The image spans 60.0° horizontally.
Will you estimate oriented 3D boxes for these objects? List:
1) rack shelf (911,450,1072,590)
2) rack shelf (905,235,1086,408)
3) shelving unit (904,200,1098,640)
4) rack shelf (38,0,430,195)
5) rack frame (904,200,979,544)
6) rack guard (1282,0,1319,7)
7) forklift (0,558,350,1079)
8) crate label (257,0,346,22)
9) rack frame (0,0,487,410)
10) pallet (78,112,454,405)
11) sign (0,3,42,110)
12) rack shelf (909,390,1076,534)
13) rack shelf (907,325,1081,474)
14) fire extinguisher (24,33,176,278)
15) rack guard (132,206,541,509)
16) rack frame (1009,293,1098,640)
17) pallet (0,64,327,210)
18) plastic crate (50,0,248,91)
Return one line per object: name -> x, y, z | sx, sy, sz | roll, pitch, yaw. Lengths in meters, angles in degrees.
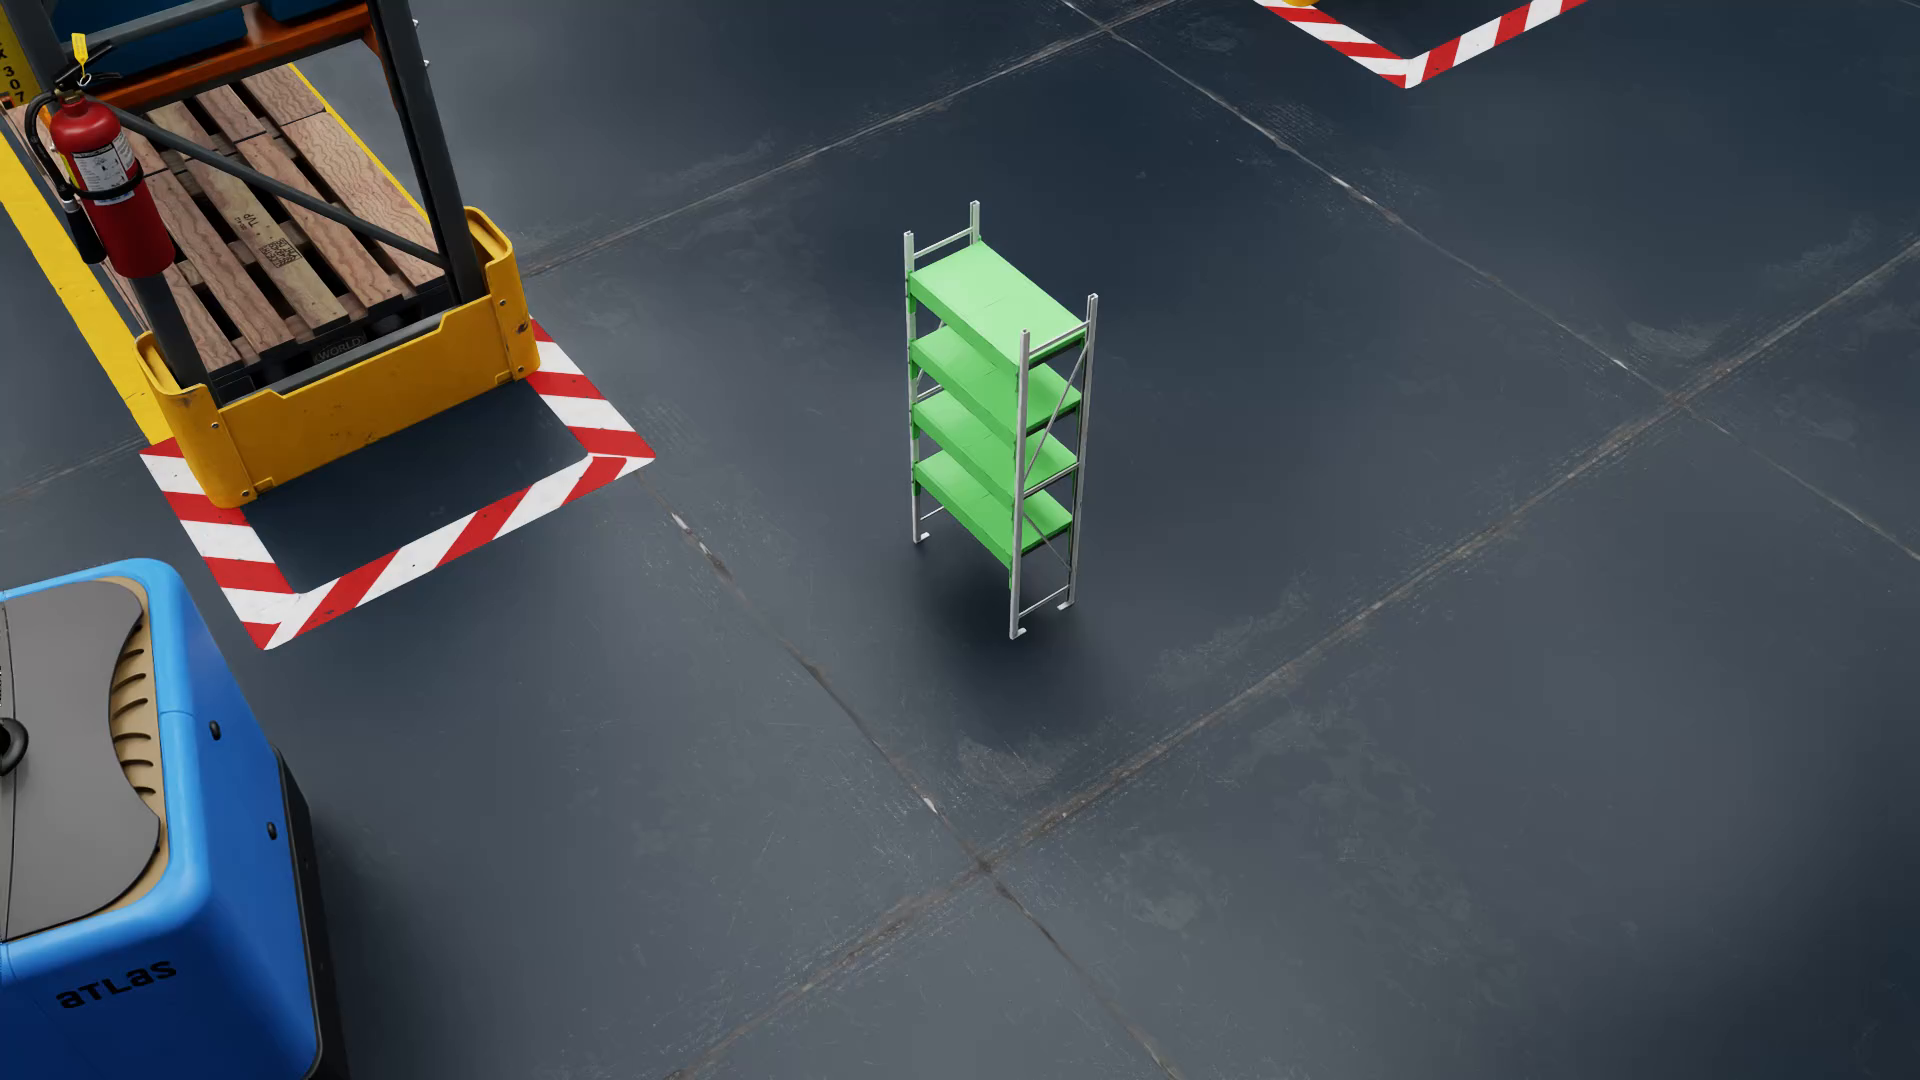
rack shelf -> 0.100, -0.101, 4.942 | 0.258, 0.148, 0.480 | -29, 54, -24
rack shelf -> 0.100, -0.585, 4.409 | 0.258, 0.148, 0.480 | -29, 54, -24
shelving unit -> 0.100, -0.305, 4.717 | 0.258, 1.200, 0.503 | -29, 54, -24
rack shelf -> -3.243, -2.396, 5.883 | 1.077, 0.370, 4.000 | -29, 54, -24
rack frame -> -0.048, -0.449, 4.847 | 0.240, 1.200, 0.015 | -29, 54, -24
rack guard -> 1.867, -2.884, 7.527 | 1.175, 0.500, 0.348 | -29, 54, -24
forklift -> -3.017, 0.490, 2.828 | 3.031, 2.935, 1.130 | -16, 50, -14
crate label -> -1.919, -1.716, 4.853 | 0.416, 0.233, 0.303 | -29, 54, -24
rack frame -> -2.032, -1.459, 4.548 | 1.000, 3.000, 0.127 | -29, 54, -24
pallet -> -2.500, -1.026, 6.037 | 1.003, 0.211, 1.213 | -29, 54, -24
sign -> -2.460, -1.257, 4.255 | 0.100, 0.325, 0.005 | -29, 54, -24
rack shelf -> 0.100, -0.262, 4.764 | 0.258, 0.148, 0.480 | -29, 54, -24
rack shelf -> 0.100, -0.424, 4.587 | 0.258, 0.148, 0.480 | -29, 54, -24
fire extinguisher -> -2.302, -1.015, 4.449 | 0.296, 0.674, 0.183 | -29, 54, -24
rack guard -> -2.007, -0.611, 5.466 | 1.175, 0.500, 0.348 | -29, 54, -24
rack frame -> 0.248, -0.162, 4.587 | 0.240, 1.200, 0.015 | -29, 54, -24
pallet -> -3.235, -1.745, 6.689 | 1.003, 0.211, 1.213 | -29, 54, -24
plastic crate -> -2.383, -1.604, 4.615 | 0.616, 0.435, 0.499 | -29, 54, -24
